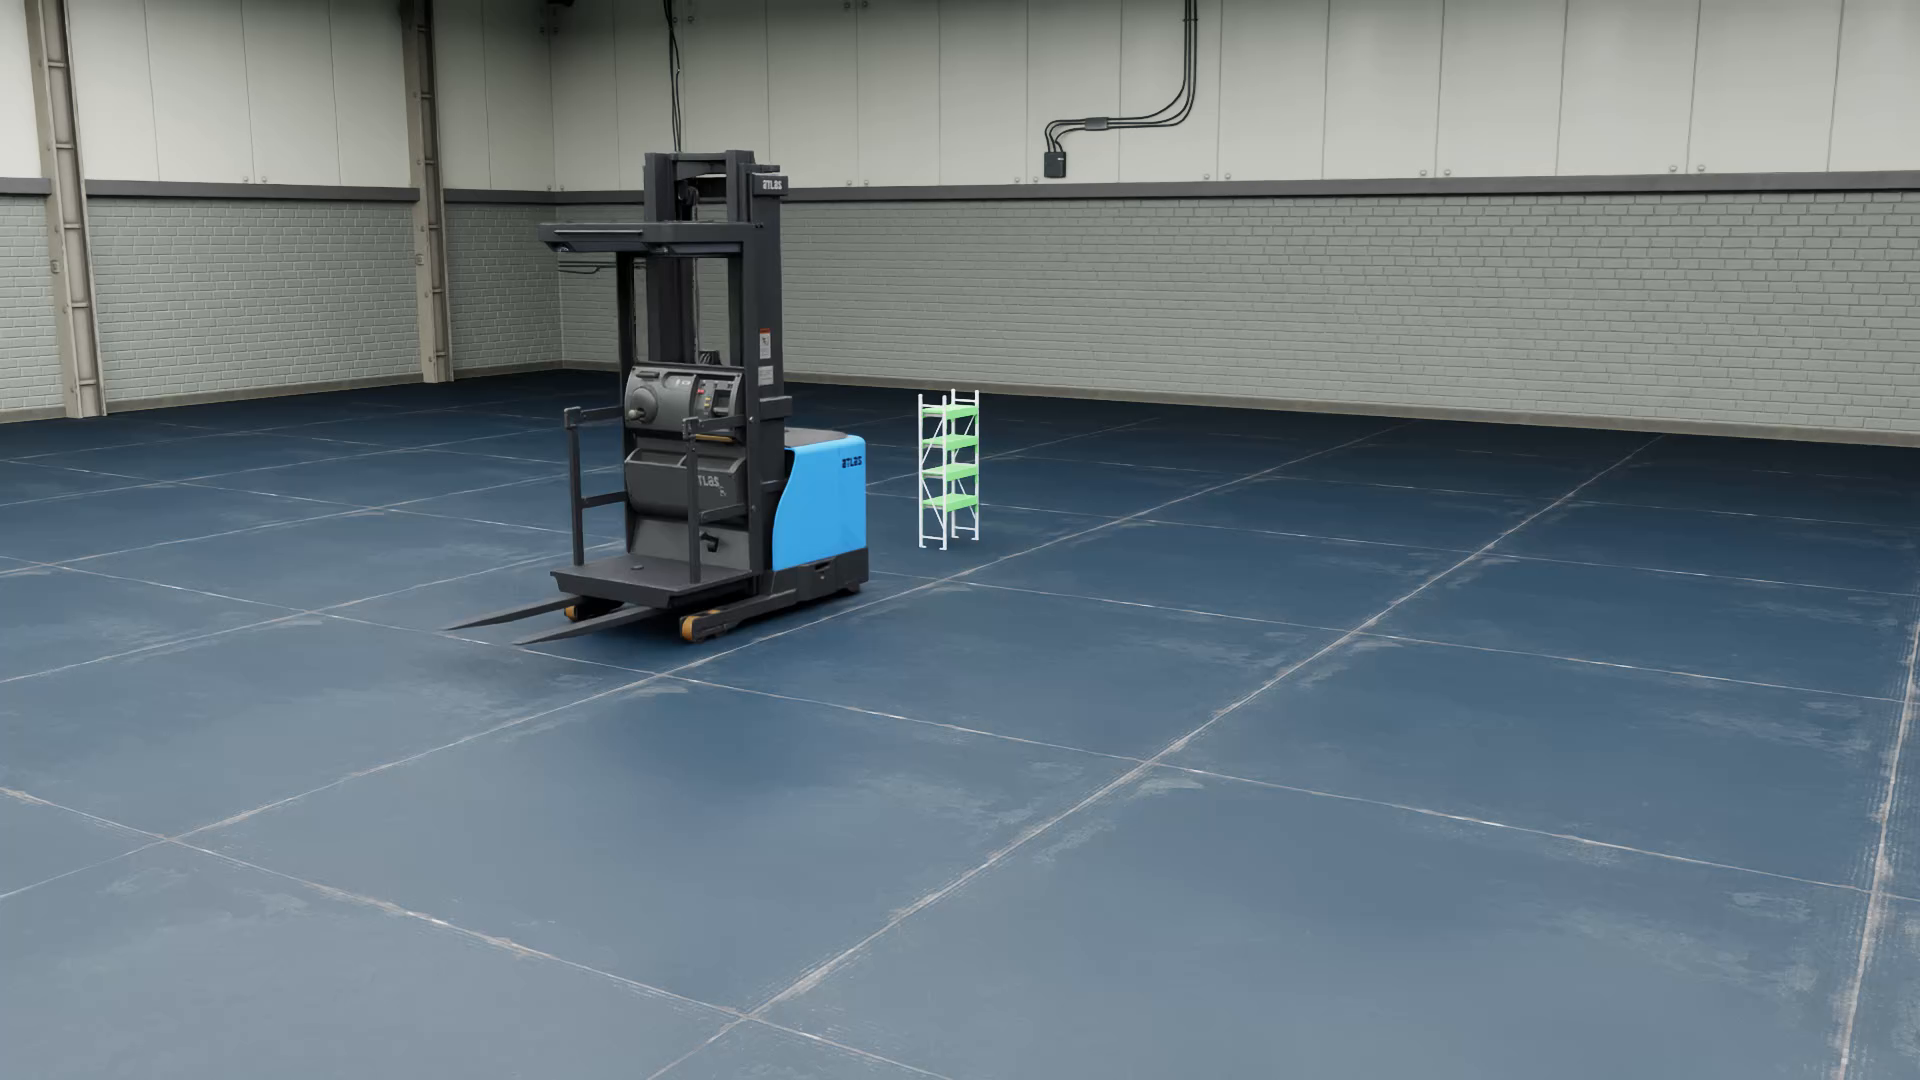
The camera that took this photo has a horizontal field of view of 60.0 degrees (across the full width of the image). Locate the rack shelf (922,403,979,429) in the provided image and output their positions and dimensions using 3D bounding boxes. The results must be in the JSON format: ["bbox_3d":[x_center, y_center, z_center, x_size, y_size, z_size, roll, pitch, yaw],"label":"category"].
[{"bbox_3d":[-0.086,-0.973,13.043,0.258,0.148,0.480,6,12,31],"label":"rack shelf"}]

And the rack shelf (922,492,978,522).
[{"bbox_3d":[-0.086,-0.265,13.175,0.258,0.148,0.480,6,12,31],"label":"rack shelf"}]

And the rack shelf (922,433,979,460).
[{"bbox_3d":[-0.086,-0.737,13.087,0.258,0.148,0.480,6,12,31],"label":"rack shelf"}]

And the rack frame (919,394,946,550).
[{"bbox_3d":[-0.213,-0.525,12.914,0.240,1.200,0.015,6,12,31],"label":"rack frame"}]

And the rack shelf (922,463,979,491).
[{"bbox_3d":[-0.086,-0.501,13.131,0.258,0.148,0.480,6,12,31],"label":"rack shelf"}]

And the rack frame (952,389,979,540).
[{"bbox_3d":[0.041,-0.602,13.324,0.240,1.200,0.015,6,12,31],"label":"rack frame"}]

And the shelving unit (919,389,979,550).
[{"bbox_3d":[-0.086,-0.564,13.119,0.258,1.200,0.503,6,12,31],"label":"shelving unit"}]

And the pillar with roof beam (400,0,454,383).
[{"bbox_3d":[-4.864,-6.607,24.203,9.100,9.000,0.548,6,12,31],"label":"pillar with roof beam"}]

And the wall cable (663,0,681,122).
[{"bbox_3d":[-3.571,-8.053,26.641,3.097,2.526,0.112,6,12,31],"label":"wall cable"}]

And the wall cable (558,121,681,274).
[{"bbox_3d":[-5.884,-5.829,28.486,3.097,2.526,0.112,6,12,31],"label":"wall cable"}]

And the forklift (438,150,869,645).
[{"bbox_3d":[-1.862,-0.918,10.306,1.130,2.935,3.031,7,13,33],"label":"forklift"}]

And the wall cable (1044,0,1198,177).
[{"bbox_3d":[2.222,-8.117,23.029,2.305,6.003,0.169,6,12,31],"label":"wall cable"}]

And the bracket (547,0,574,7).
[{"bbox_3d":[-6.794,-9.191,28.227,0.235,0.232,0.430,6,12,31],"label":"bracket"}]

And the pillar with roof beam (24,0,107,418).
[{"bbox_3d":[-7.979,-5.663,19.163,9.100,9.000,0.400,6,12,31],"label":"pillar with roof beam"}]
